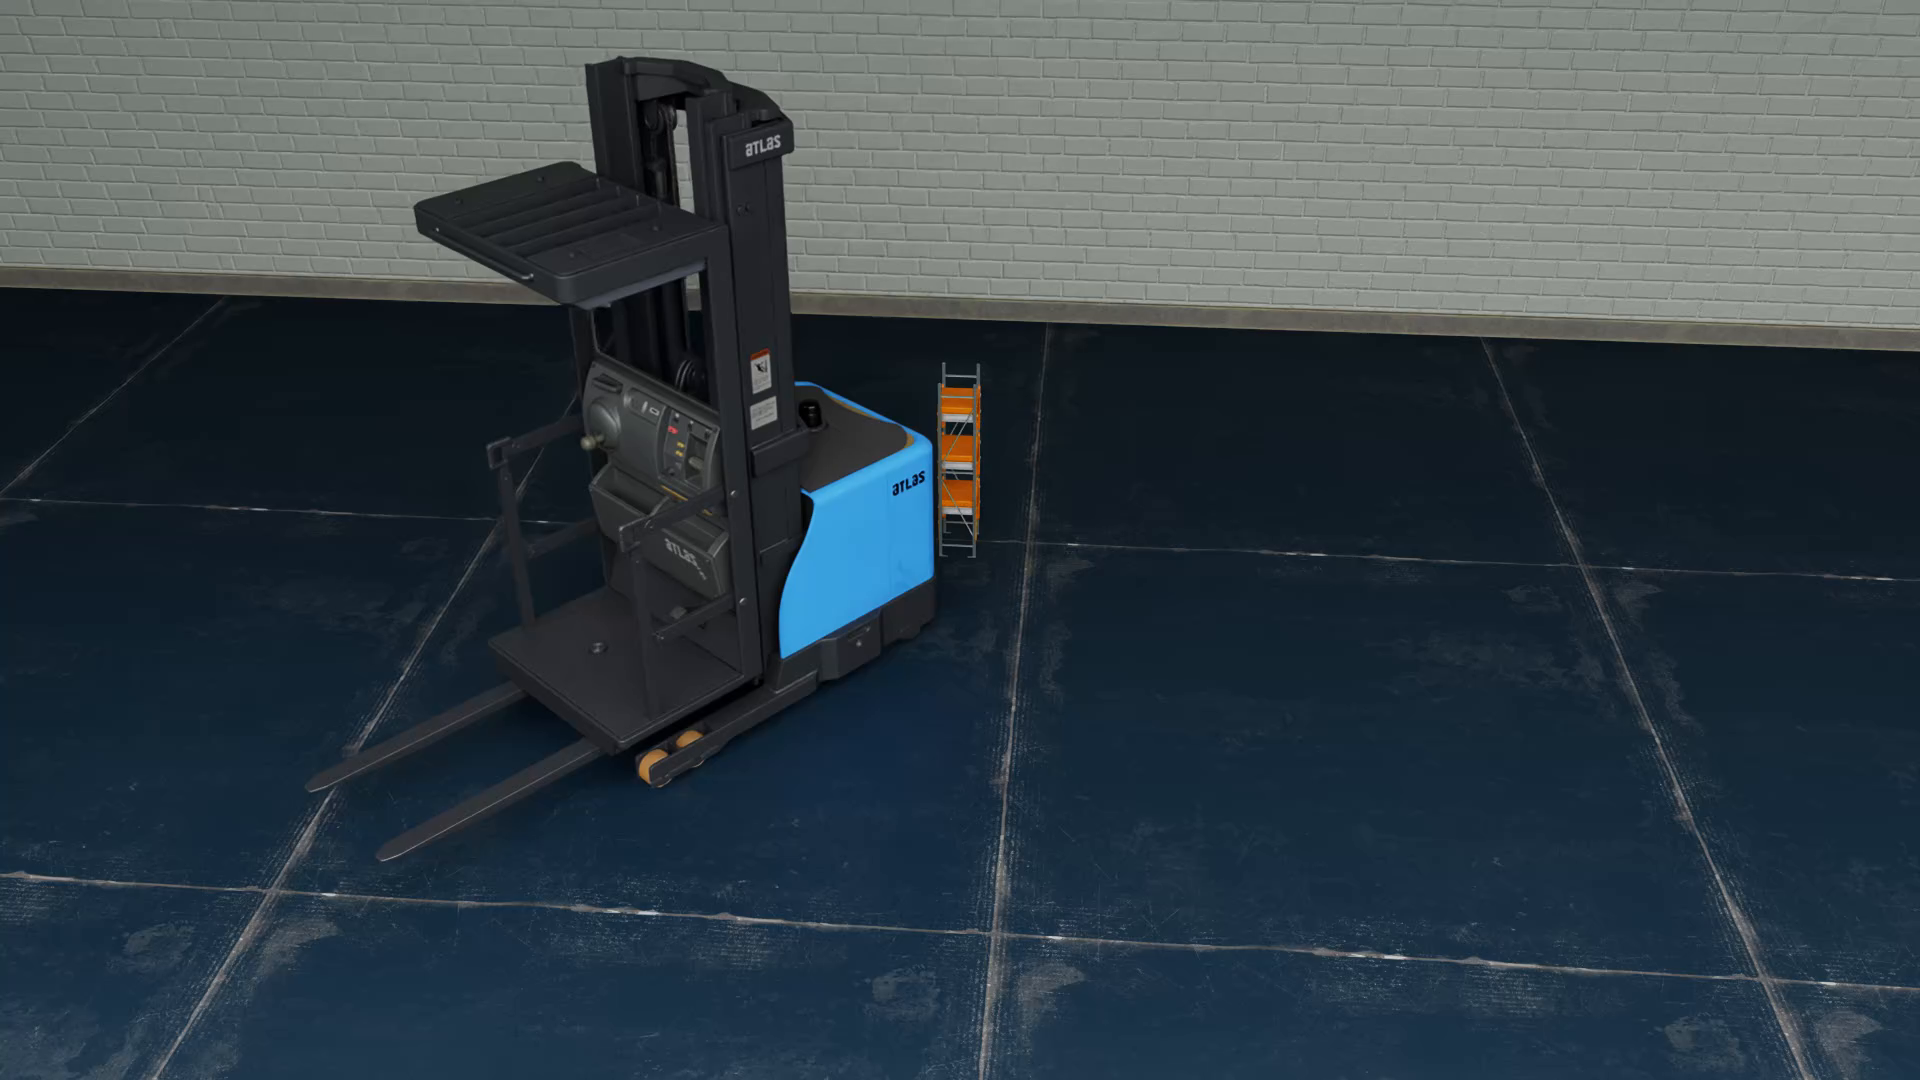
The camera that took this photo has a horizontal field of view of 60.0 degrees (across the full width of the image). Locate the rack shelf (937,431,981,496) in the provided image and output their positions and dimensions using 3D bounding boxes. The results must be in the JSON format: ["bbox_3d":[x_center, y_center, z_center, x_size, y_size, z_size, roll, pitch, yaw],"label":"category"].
[{"bbox_3d":[-0.004,-0.410,8.935,0.215,0.259,0.240,2,32,4],"label":"rack shelf"}]

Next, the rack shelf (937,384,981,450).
[{"bbox_3d":[-0.004,-0.652,8.786,0.215,0.259,0.240,2,32,4],"label":"rack shelf"}]

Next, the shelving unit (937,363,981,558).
[{"bbox_3d":[-0.004,-0.419,8.929,0.215,1.050,0.252,2,32,4],"label":"shelving unit"}]

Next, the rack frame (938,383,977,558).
[{"bbox_3d":[-0.014,-0.355,8.826,0.200,1.050,0.008,2,32,4],"label":"rack frame"}]

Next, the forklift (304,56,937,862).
[{"bbox_3d":[-1.509,-0.446,7.181,1.130,2.935,3.031,27,41,37],"label":"forklift"}]

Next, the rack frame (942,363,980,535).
[{"bbox_3d":[0.006,-0.483,9.033,0.200,1.050,0.008,2,32,4],"label":"rack frame"}]

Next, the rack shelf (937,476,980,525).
[{"bbox_3d":[-0.004,-0.173,9.081,0.215,0.259,0.240,2,32,4],"label":"rack shelf"}]
